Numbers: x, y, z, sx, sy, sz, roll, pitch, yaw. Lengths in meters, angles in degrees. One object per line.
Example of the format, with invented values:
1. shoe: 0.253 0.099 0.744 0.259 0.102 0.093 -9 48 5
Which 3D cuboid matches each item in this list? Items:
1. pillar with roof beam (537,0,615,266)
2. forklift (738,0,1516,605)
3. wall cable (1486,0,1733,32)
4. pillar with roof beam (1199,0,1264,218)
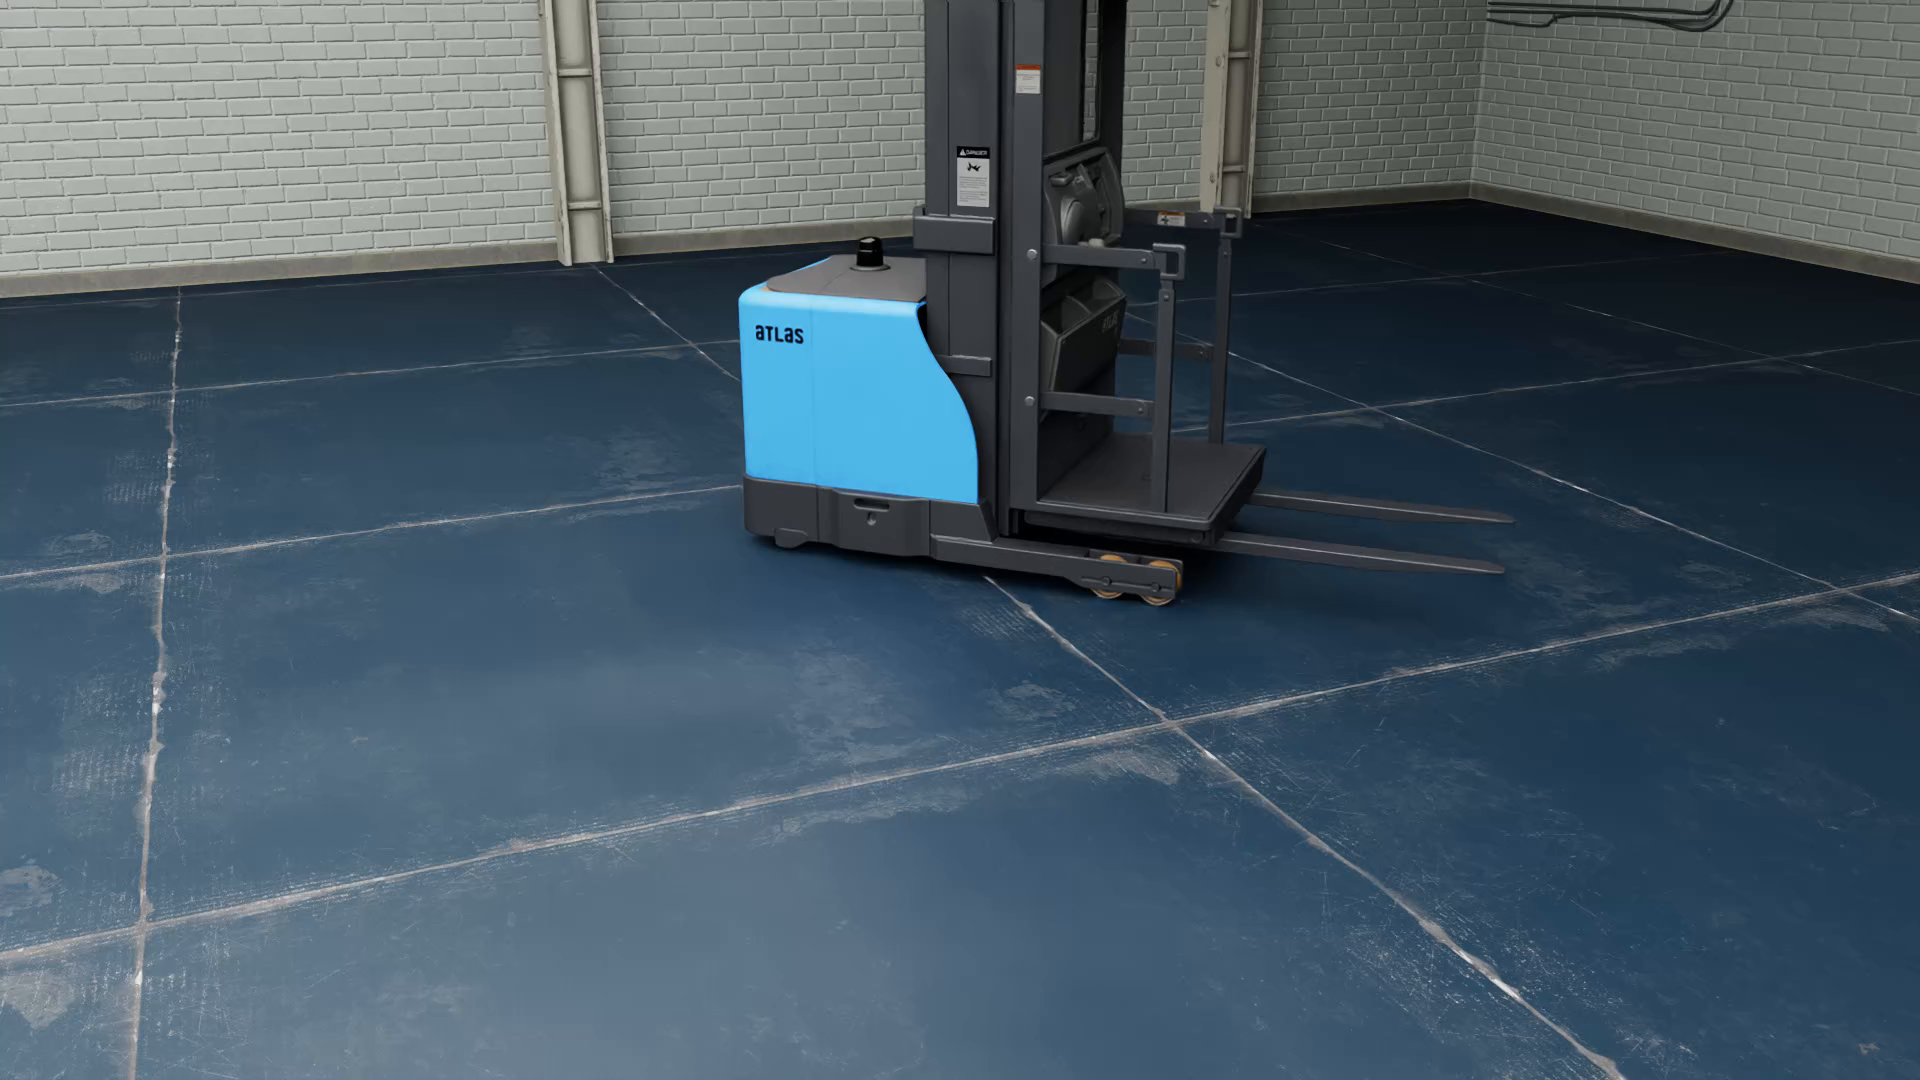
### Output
1. pillar with roof beam: -1.312 -5.185 8.198 0.400 9.000 9.100 -8 21 -22
2. forklift: 0.671 -1.334 6.397 3.031 2.935 1.130 7 21 19
3. wall cable: 5.721 -5.806 14.639 0.112 2.526 3.097 -8 21 -22
4. pillar with roof beam: 4.197 -5.974 10.439 0.400 9.000 9.100 -8 21 -22
